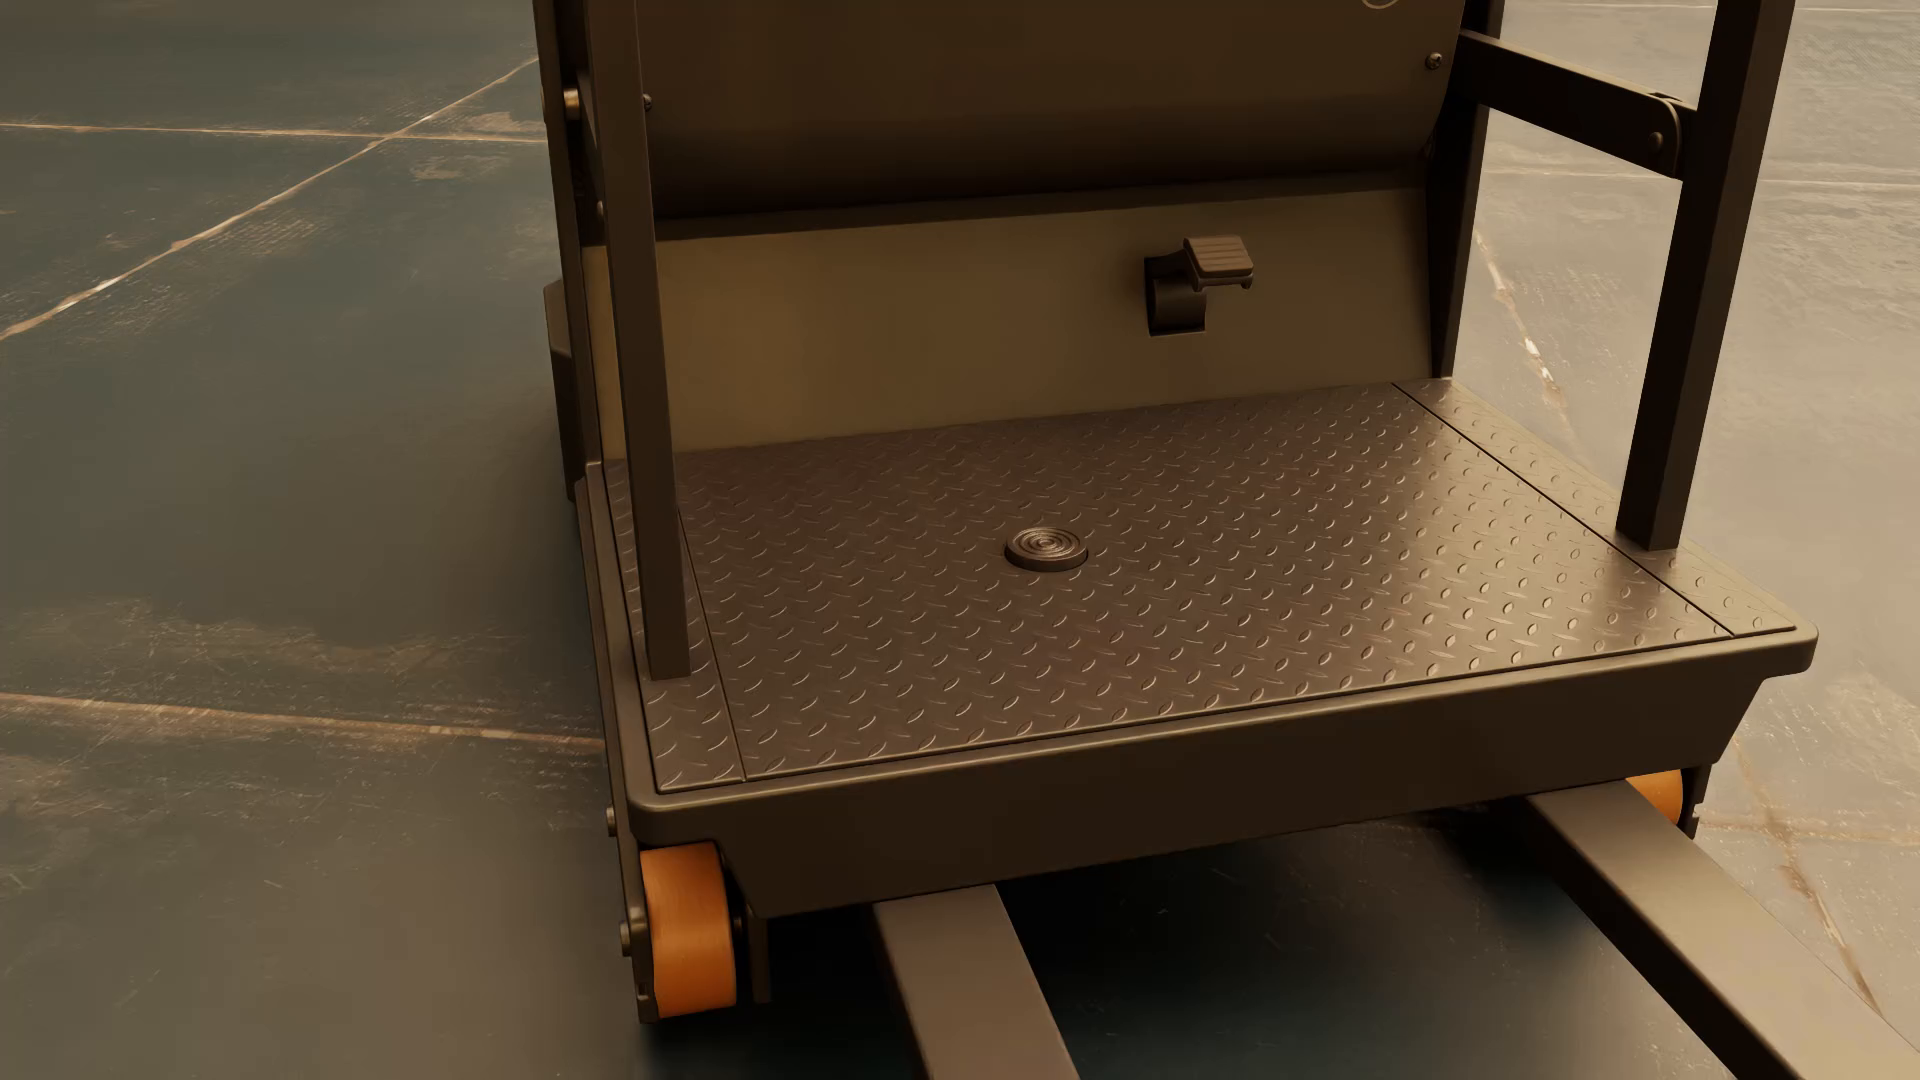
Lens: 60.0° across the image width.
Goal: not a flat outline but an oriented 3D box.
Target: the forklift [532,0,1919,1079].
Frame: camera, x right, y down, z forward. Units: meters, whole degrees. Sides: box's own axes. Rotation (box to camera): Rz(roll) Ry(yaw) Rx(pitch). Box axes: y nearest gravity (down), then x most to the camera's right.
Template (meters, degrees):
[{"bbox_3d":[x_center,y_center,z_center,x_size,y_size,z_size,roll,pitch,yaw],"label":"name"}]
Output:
[{"bbox_3d":[0.153,-1.049,1.319,1.130,2.935,3.031,-7,27,-13],"label":"forklift"}]
